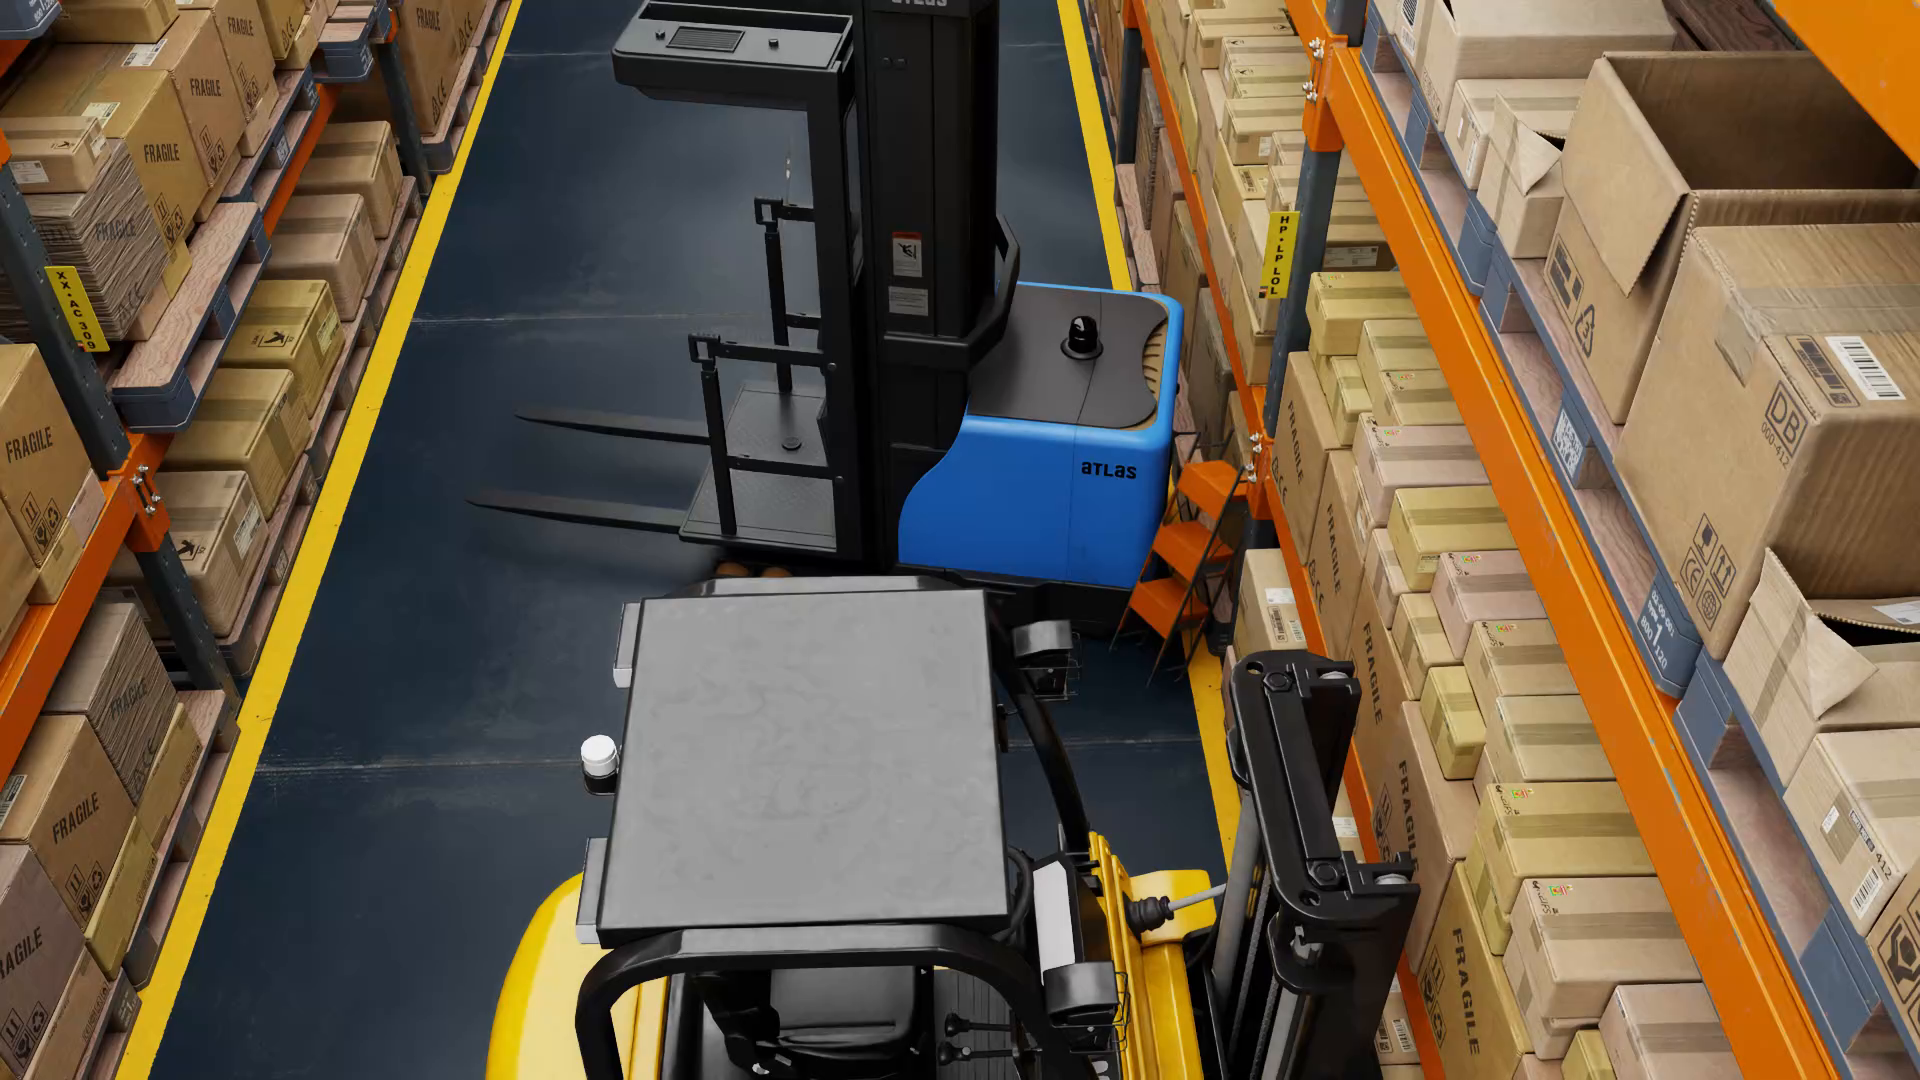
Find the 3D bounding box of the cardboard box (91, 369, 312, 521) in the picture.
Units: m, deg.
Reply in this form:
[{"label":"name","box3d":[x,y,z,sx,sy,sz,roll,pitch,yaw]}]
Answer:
[{"label":"cardboard box","box3d":[-3.441,-0.425,7.278,0.950,0.372,0.625,1,43,1]}]

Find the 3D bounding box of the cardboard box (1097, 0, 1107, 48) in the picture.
[{"label":"cardboard box","box3d":[1.139,-3.449,10.482,0.500,0.500,0.500,0,43,0]}]

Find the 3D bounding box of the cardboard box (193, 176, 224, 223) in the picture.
[{"label":"cardboard box","box3d":[-3.149,-1.377,6.557,0.380,0.149,0.250,-1,43,-1]}]

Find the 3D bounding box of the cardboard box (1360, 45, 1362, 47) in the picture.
[{"label":"cardboard box","box3d":[1.775,-1.927,6.728,0.380,0.149,0.250,-2,43,-2]}]

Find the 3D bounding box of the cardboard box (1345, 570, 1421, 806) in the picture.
[{"label":"cardboard box","box3d":[1.396,0.418,4.649,0.500,0.500,0.500,-2,43,-2]}]

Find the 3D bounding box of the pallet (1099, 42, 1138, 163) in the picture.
[{"label":"pallet","box3d":[1.413,-2.722,10.214,1.003,0.211,1.213,-2,43,-2]}]

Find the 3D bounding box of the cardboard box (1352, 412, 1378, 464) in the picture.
[{"label":"cardboard box","box3d":[1.379,-0.248,4.897,0.380,0.149,0.250,-2,43,-2]}]

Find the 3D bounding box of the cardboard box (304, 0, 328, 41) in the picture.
[{"label":"cardboard box","box3d":[-3.161,-2.430,7.706,0.380,0.149,0.250,-4,43,-4]}]

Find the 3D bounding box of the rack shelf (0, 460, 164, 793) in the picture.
[{"label":"rack shelf","box3d":[-3.297,1.215,4.386,1.077,0.370,4.000,-2,43,-2]}]

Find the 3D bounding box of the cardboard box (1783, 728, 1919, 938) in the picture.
[{"label":"cardboard box","box3d":[1.408,0.400,2.325,0.380,0.149,0.250,-3,43,-3]}]

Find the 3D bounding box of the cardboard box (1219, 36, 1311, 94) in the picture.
[{"label":"cardboard box","box3d":[1.257,-1.907,6.706,0.380,0.149,0.250,-1,43,-1]}]

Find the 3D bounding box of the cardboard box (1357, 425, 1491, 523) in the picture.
[{"label":"cardboard box","box3d":[1.324,-0.184,4.606,0.380,0.149,0.250,-1,43,-1]}]

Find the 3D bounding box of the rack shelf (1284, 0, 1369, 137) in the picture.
[{"label":"rack shelf","box3d":[1.492,-2.736,6.477,1.077,0.370,4.000,-2,43,-2]}]

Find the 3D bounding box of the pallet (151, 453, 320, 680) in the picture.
[{"label":"pallet","box3d":[-3.416,0.102,7.132,1.003,0.211,1.213,-2,43,-2]}]

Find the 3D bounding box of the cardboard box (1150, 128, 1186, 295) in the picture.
[{"label":"cardboard box","box3d":[1.456,-1.662,8.440,0.875,0.625,0.625,0,43,0]}]

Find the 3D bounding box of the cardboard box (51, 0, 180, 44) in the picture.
[{"label":"cardboard box","box3d":[-3.198,-1.998,6.275,0.380,0.149,0.250,1,43,1]}]

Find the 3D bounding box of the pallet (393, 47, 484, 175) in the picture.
[{"label":"pallet","box3d":[-3.510,-2.607,10.087,1.003,0.211,1.213,-2,43,-2]}]

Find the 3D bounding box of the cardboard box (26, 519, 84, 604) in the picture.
[{"label":"cardboard box","box3d":[-3.046,0.069,5.290,0.380,0.149,0.250,-1,43,-1]}]

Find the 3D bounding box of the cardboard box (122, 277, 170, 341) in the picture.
[{"label":"cardboard box","box3d":[-3.090,-0.844,5.976,0.380,0.149,0.250,-1,43,-1]}]

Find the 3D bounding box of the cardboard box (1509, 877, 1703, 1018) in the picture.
[{"label":"cardboard box","box3d":[1.383,0.850,3.479,0.380,0.149,0.250,-1,43,-1]}]

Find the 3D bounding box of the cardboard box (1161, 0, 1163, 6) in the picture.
[{"label":"cardboard box","box3d":[1.202,-2.730,7.899,0.500,0.250,0.500,0,43,0]}]

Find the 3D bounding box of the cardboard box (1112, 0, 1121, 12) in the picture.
[{"label":"cardboard box","box3d":[1.091,-3.227,9.760,0.380,0.149,0.250,-4,43,-4]}]

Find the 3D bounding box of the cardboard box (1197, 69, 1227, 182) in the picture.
[{"label":"cardboard box","box3d":[1.256,-1.690,6.765,0.500,0.250,0.500,-1,43,-1]}]

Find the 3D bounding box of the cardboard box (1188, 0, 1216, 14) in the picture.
[{"label":"cardboard box","box3d":[1.192,-2.427,7.273,0.380,0.149,0.250,-1,43,-1]}]

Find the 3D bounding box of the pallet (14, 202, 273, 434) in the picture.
[{"label":"pallet","box3d":[-3.269,-0.849,6.248,1.003,0.211,1.213,-2,43,-2]}]

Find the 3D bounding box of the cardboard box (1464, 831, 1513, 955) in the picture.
[{"label":"cardboard box","box3d":[1.373,0.788,3.766,0.380,0.149,0.250,-1,43,-1]}]

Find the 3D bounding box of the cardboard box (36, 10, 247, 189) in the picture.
[{"label":"cardboard box","box3d":[-3.144,-1.698,6.428,0.500,0.500,0.500,-2,43,-2]}]

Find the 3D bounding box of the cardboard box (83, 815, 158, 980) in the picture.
[{"label":"cardboard box","box3d":[-3.056,1.209,5.584,0.500,0.250,0.500,-3,43,-3]}]

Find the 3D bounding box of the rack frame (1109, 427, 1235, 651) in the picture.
[{"label":"rack frame","box3d":[0.833,0.011,6.595,0.200,1.050,0.008,-8,39,-38]}]

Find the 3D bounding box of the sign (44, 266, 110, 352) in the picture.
[{"label":"sign","box3d":[-2.840,-0.740,5.346,0.100,0.325,0.005,-2,43,-2]}]

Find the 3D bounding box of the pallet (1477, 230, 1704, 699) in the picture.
[{"label":"pallet","box3d":[1.688,-0.221,3.267,1.003,0.211,1.213,-2,43,-2]}]

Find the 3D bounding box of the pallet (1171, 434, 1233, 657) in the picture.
[{"label":"pallet","box3d":[1.507,-0.013,7.258,1.003,0.211,1.213,-2,43,-2]}]

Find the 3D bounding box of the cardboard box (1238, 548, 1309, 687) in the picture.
[{"label":"cardboard box","box3d":[1.284,0.281,5.857,0.500,0.250,0.500,-2,43,-2]}]

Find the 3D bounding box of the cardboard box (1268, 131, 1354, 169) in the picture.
[{"label":"cardboard box","box3d":[1.354,-1.386,6.137,0.380,0.149,0.250,-2,43,-2]}]

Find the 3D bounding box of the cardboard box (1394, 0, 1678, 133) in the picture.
[{"label":"cardboard box","box3d":[1.369,-1.241,3.995,0.500,0.311,0.500,-1,43,-1]}]

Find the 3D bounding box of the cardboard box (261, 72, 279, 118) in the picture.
[{"label":"cardboard box","box3d":[-3.158,-1.904,7.132,0.380,0.149,0.250,-3,43,-3]}]

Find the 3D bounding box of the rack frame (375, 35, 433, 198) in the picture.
[{"label":"rack frame","box3d":[-3.552,-3.100,8.562,1.000,3.000,0.127,-2,43,-2]}]

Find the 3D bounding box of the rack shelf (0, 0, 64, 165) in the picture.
[{"label":"rack shelf","box3d":[-3.467,-2.591,6.319,1.077,0.370,4.000,-2,43,-2]}]

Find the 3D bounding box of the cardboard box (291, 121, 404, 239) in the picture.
[{"label":"cardboard box","box3d":[-3.538,-1.905,8.892,0.950,0.372,0.625,-4,43,-5]}]

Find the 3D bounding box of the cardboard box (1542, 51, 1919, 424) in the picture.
[{"label":"cardboard box","box3d":[1.554,-0.562,3.112,0.797,0.503,0.637,0,43,0]}]

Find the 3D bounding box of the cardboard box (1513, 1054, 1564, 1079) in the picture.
[{"label":"cardboard box","box3d":[1.451,1.443,3.531,0.500,0.500,0.500,0,43,0]}]

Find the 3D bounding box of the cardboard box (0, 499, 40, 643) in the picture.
[{"label":"cardboard box","box3d":[-3.086,0.094,4.783,0.500,0.500,0.500,0,43,0]}]

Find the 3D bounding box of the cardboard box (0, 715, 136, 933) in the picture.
[{"label":"cardboard box","box3d":[-3.065,0.917,5.348,0.500,0.500,0.500,-1,43,-1]}]

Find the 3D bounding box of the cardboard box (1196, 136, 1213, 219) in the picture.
[{"label":"cardboard box","box3d":[1.277,-1.498,6.925,0.500,0.250,0.500,-1,43,-2]}]

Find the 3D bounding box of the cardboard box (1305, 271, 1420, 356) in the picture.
[{"label":"cardboard box","box3d":[1.294,-0.707,5.177,0.380,0.149,0.250,-1,43,-1]}]

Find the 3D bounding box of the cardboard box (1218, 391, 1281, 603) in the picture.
[{"label":"cardboard box","box3d":[1.544,-0.176,6.819,0.875,0.625,0.625,0,43,0]}]

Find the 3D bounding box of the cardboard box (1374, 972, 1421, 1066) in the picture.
[{"label":"cardboard box","box3d":[1.343,1.317,4.728,0.500,0.250,0.500,-2,43,-3]}]

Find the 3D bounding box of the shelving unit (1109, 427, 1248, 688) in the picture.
[{"label":"shelving unit","box3d":[0.902,0.079,6.521,0.215,1.050,0.252,-8,39,-38]}]

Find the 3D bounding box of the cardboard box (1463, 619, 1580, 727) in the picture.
[{"label":"cardboard box","box3d":[1.457,0.328,4.047,0.380,0.149,0.250,-1,43,-2]}]

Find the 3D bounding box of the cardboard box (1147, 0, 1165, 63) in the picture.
[{"label":"cardboard box","box3d":[1.198,-2.544,8.066,0.500,0.250,0.500,-2,43,-3]}]

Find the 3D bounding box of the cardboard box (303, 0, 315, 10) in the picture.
[{"label":"cardboard box","box3d":[-3.222,-2.754,7.579,0.500,0.500,0.500,-2,43,-2]}]

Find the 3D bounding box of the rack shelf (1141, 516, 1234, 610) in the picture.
[{"label":"rack shelf","box3d":[0.899,0.088,6.526,0.215,0.259,0.240,-8,39,-38]}]

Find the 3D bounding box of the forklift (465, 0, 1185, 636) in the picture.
[{"label":"forklift","box3d":[-0.617,-1.148,6.483,3.031,2.935,1.130,6,43,7]}]

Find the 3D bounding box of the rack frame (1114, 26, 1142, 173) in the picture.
[{"label":"rack frame","box3d":[1.407,-3.245,8.720,1.000,3.000,0.127,-2,43,-2]}]

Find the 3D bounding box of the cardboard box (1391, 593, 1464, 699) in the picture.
[{"label":"cardboard box","box3d":[1.353,0.267,4.335,0.380,0.149,0.250,-3,43,-3]}]
